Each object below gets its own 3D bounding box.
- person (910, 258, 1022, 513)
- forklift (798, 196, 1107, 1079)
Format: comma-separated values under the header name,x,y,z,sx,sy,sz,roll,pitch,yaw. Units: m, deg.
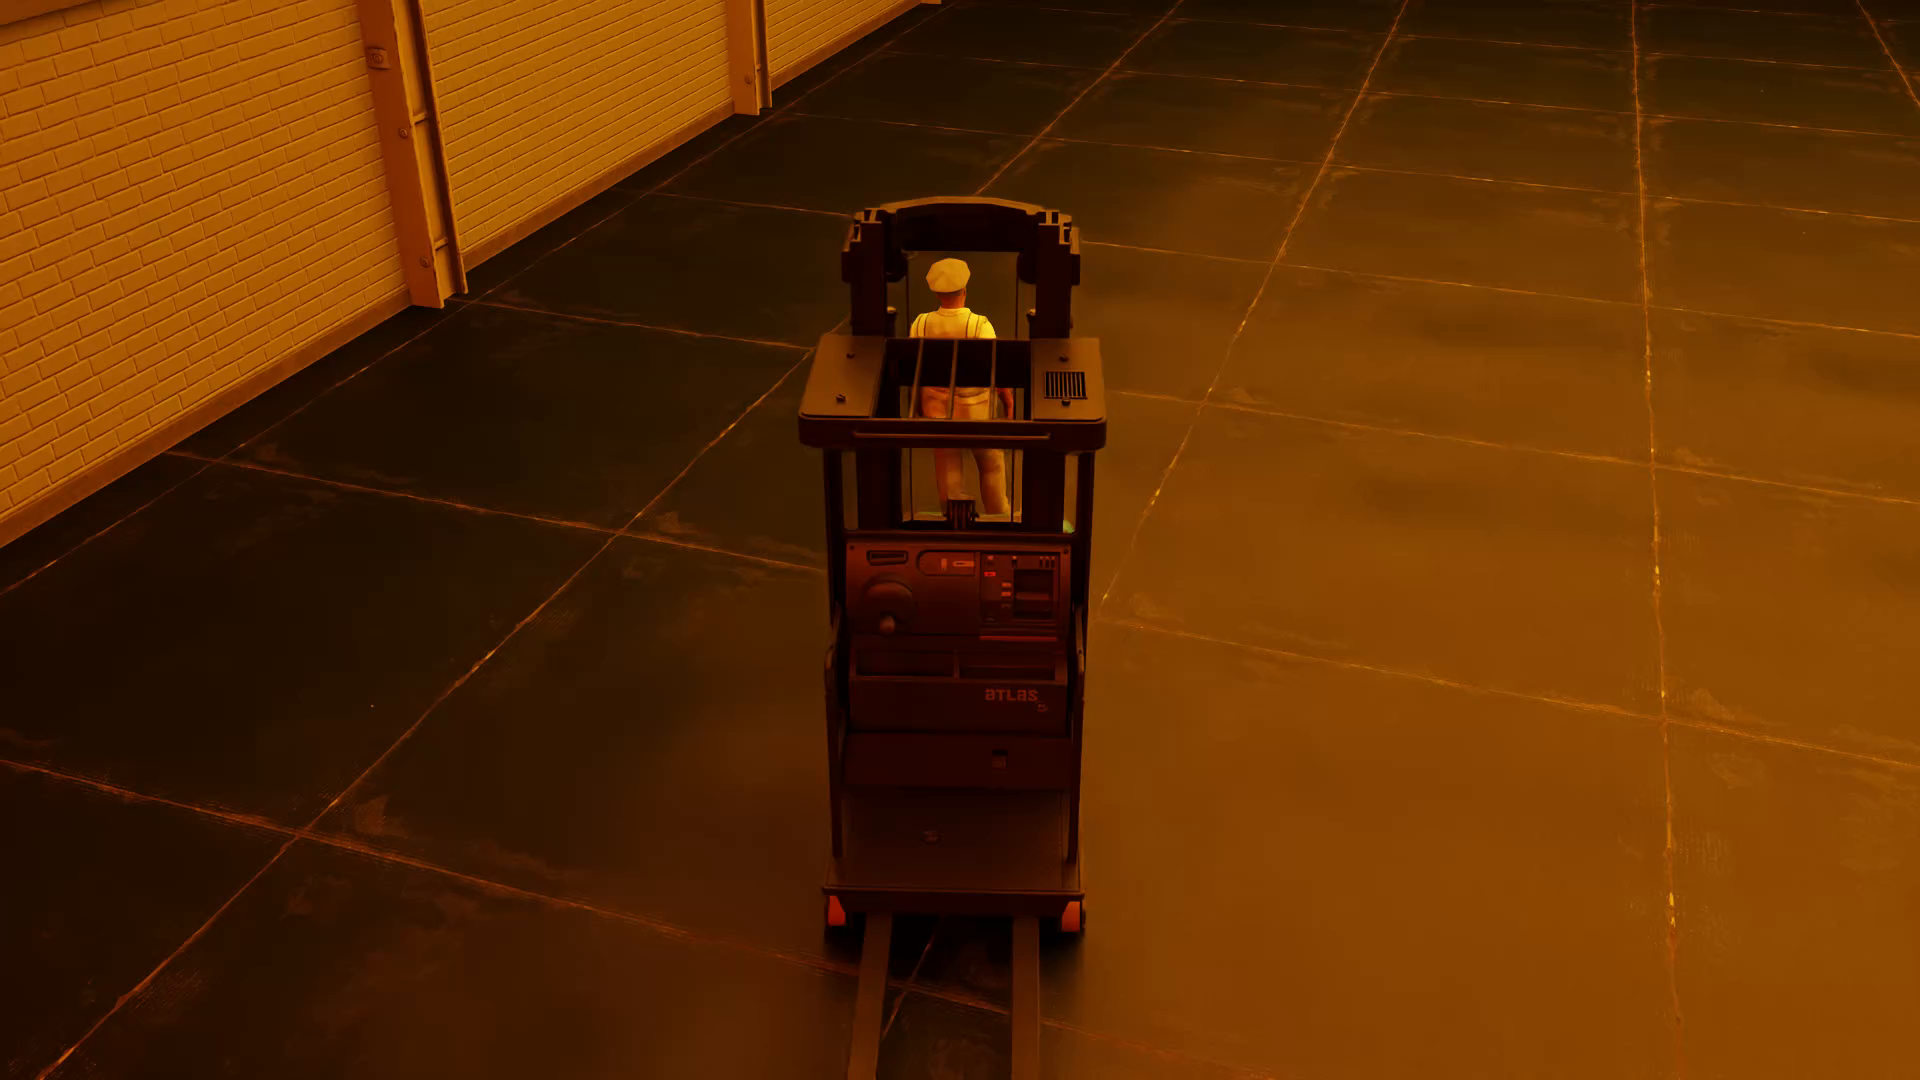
name,x,y,z,sx,sy,sz,roll,pitch,yaw
person,0.036,-0.815,9.712,0.641,1.779,0.574,10,31,16
forklift,-0.013,0.248,6.702,1.130,2.935,3.031,1,30,2
